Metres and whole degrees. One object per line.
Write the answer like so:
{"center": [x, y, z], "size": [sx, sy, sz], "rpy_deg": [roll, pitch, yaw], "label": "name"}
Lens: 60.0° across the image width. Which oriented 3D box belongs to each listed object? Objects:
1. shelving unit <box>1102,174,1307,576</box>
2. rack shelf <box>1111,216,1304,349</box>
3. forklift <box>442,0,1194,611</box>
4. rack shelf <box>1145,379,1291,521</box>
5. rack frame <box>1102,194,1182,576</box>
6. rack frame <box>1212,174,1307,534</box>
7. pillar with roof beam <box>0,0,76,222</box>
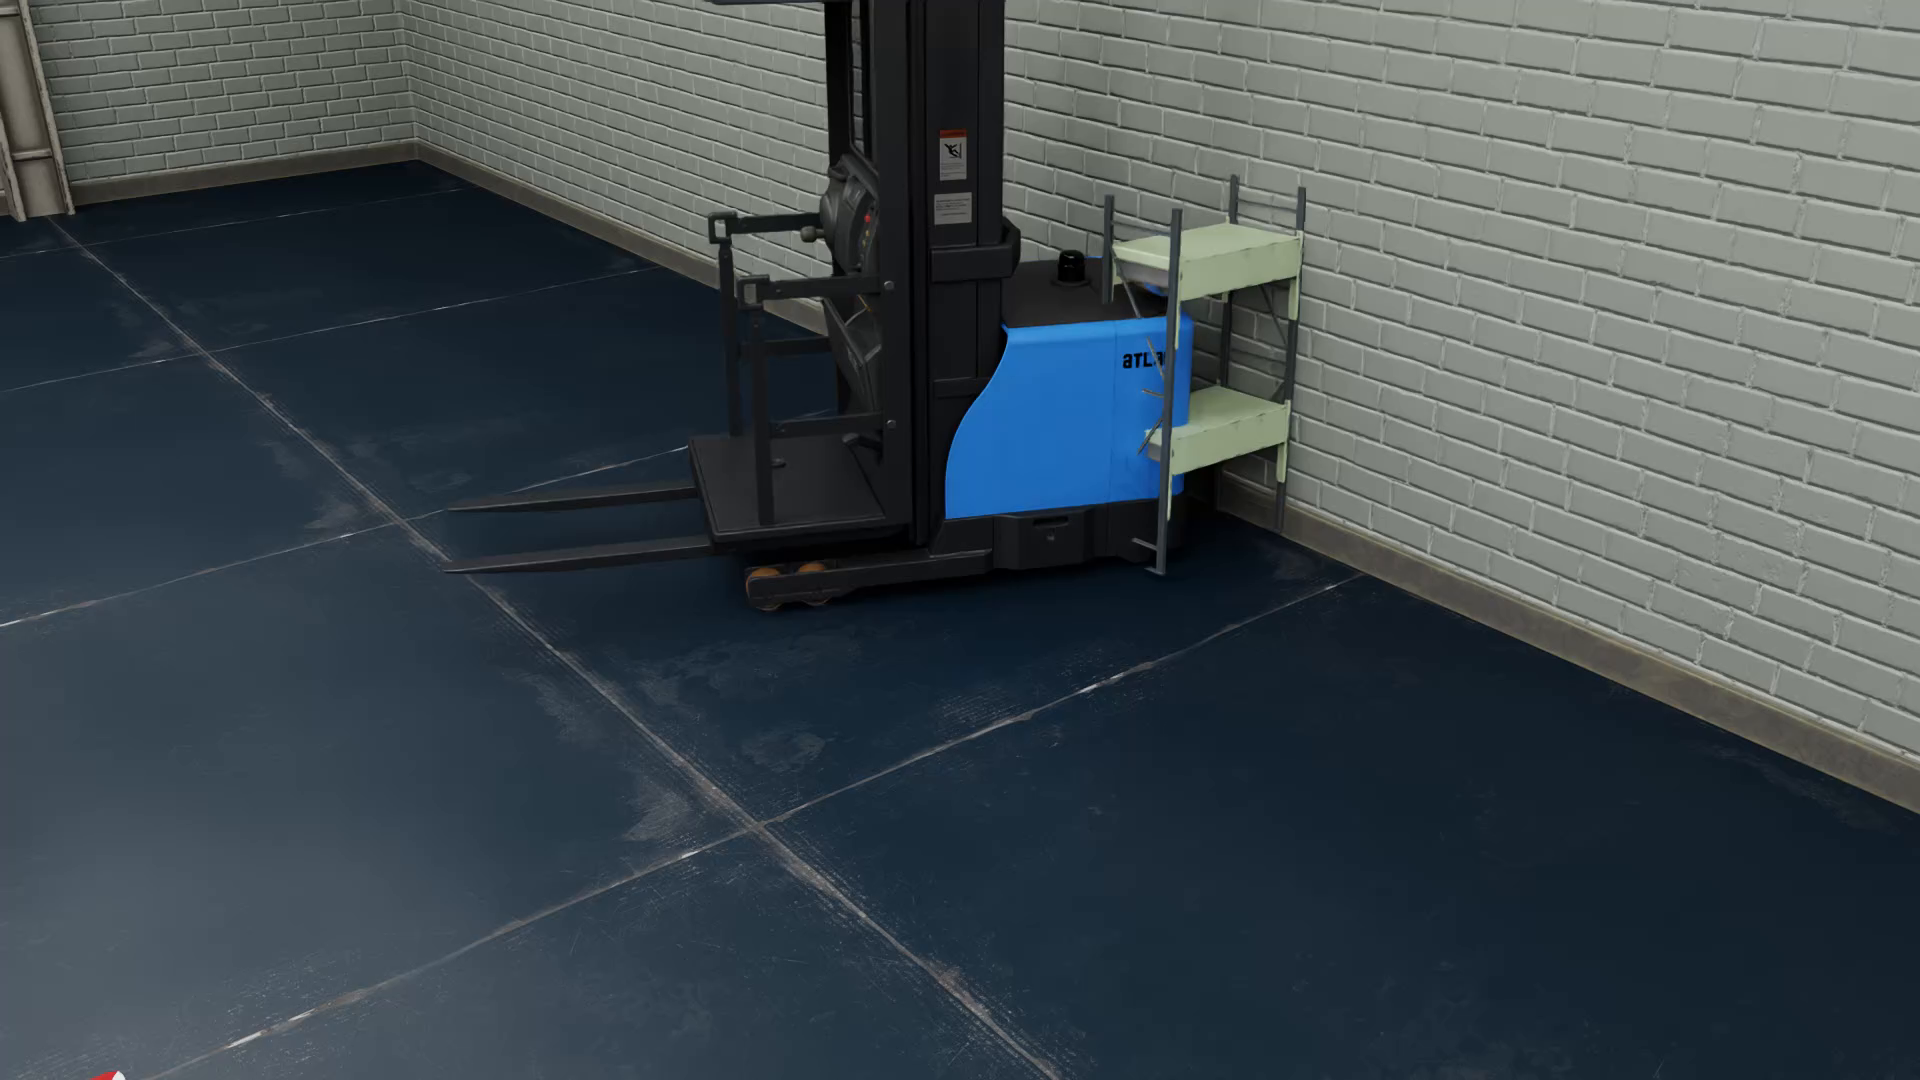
{"center": [0.990, -0.696, 6.909], "size": [0.755, 1.500, 0.431], "rpy_deg": [-17, 27, -36], "label": "shelving unit"}
{"center": [0.989, -1.058, 6.764], "size": [0.720, 0.370, 0.431], "rpy_deg": [-17, 27, -36], "label": "rack shelf"}
{"center": [-0.620, -1.293, 6.555], "size": [3.031, 2.935, 1.130], "rpy_deg": [-6, 26, -13], "label": "forklift"}
{"center": [0.991, -0.394, 7.031], "size": [0.720, 0.370, 0.431], "rpy_deg": [-17, 27, -36], "label": "rack shelf"}
{"center": [0.707, -0.609, 6.695], "size": [0.023, 1.500, 0.400], "rpy_deg": [-17, 27, -36], "label": "rack frame"}
{"center": [1.274, -0.783, 7.124], "size": [0.023, 1.500, 0.400], "rpy_deg": [-17, 27, -36], "label": "rack frame"}
{"center": [-4.270, -5.121, 7.594], "size": [0.400, 9.000, 9.100], "rpy_deg": [-18, 31, -34], "label": "pillar with roof beam"}
